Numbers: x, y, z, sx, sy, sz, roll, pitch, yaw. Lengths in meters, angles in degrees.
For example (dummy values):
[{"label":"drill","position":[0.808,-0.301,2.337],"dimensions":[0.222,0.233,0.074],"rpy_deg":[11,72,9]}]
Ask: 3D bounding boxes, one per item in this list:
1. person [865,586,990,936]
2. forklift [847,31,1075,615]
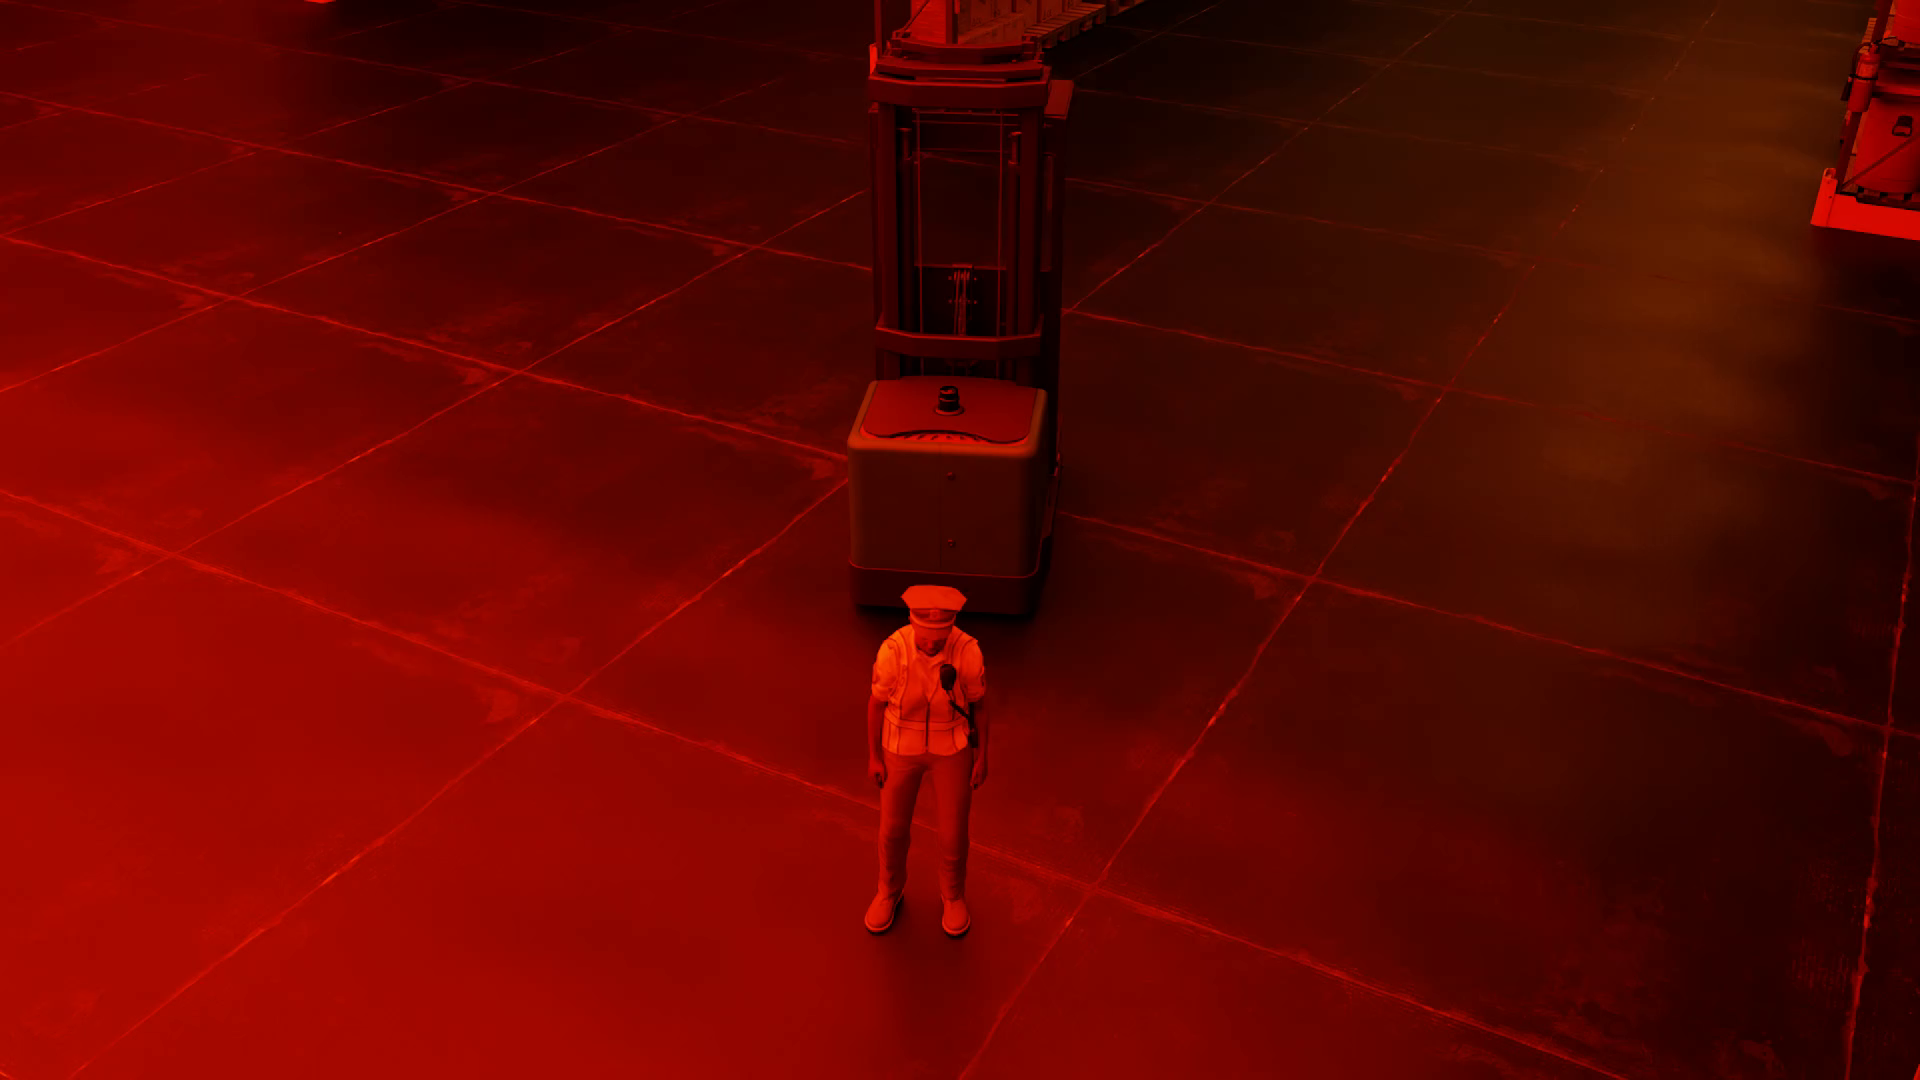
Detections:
[{"label":"person","position":[-0.143,0.885,6.814],"dimensions":[0.528,1.656,0.397],"rpy_deg":[0,30,1]},{"label":"forklift","position":[0.072,-1.572,9.794],"dimensions":[1.130,2.935,3.031],"rpy_deg":[3,30,6]}]
